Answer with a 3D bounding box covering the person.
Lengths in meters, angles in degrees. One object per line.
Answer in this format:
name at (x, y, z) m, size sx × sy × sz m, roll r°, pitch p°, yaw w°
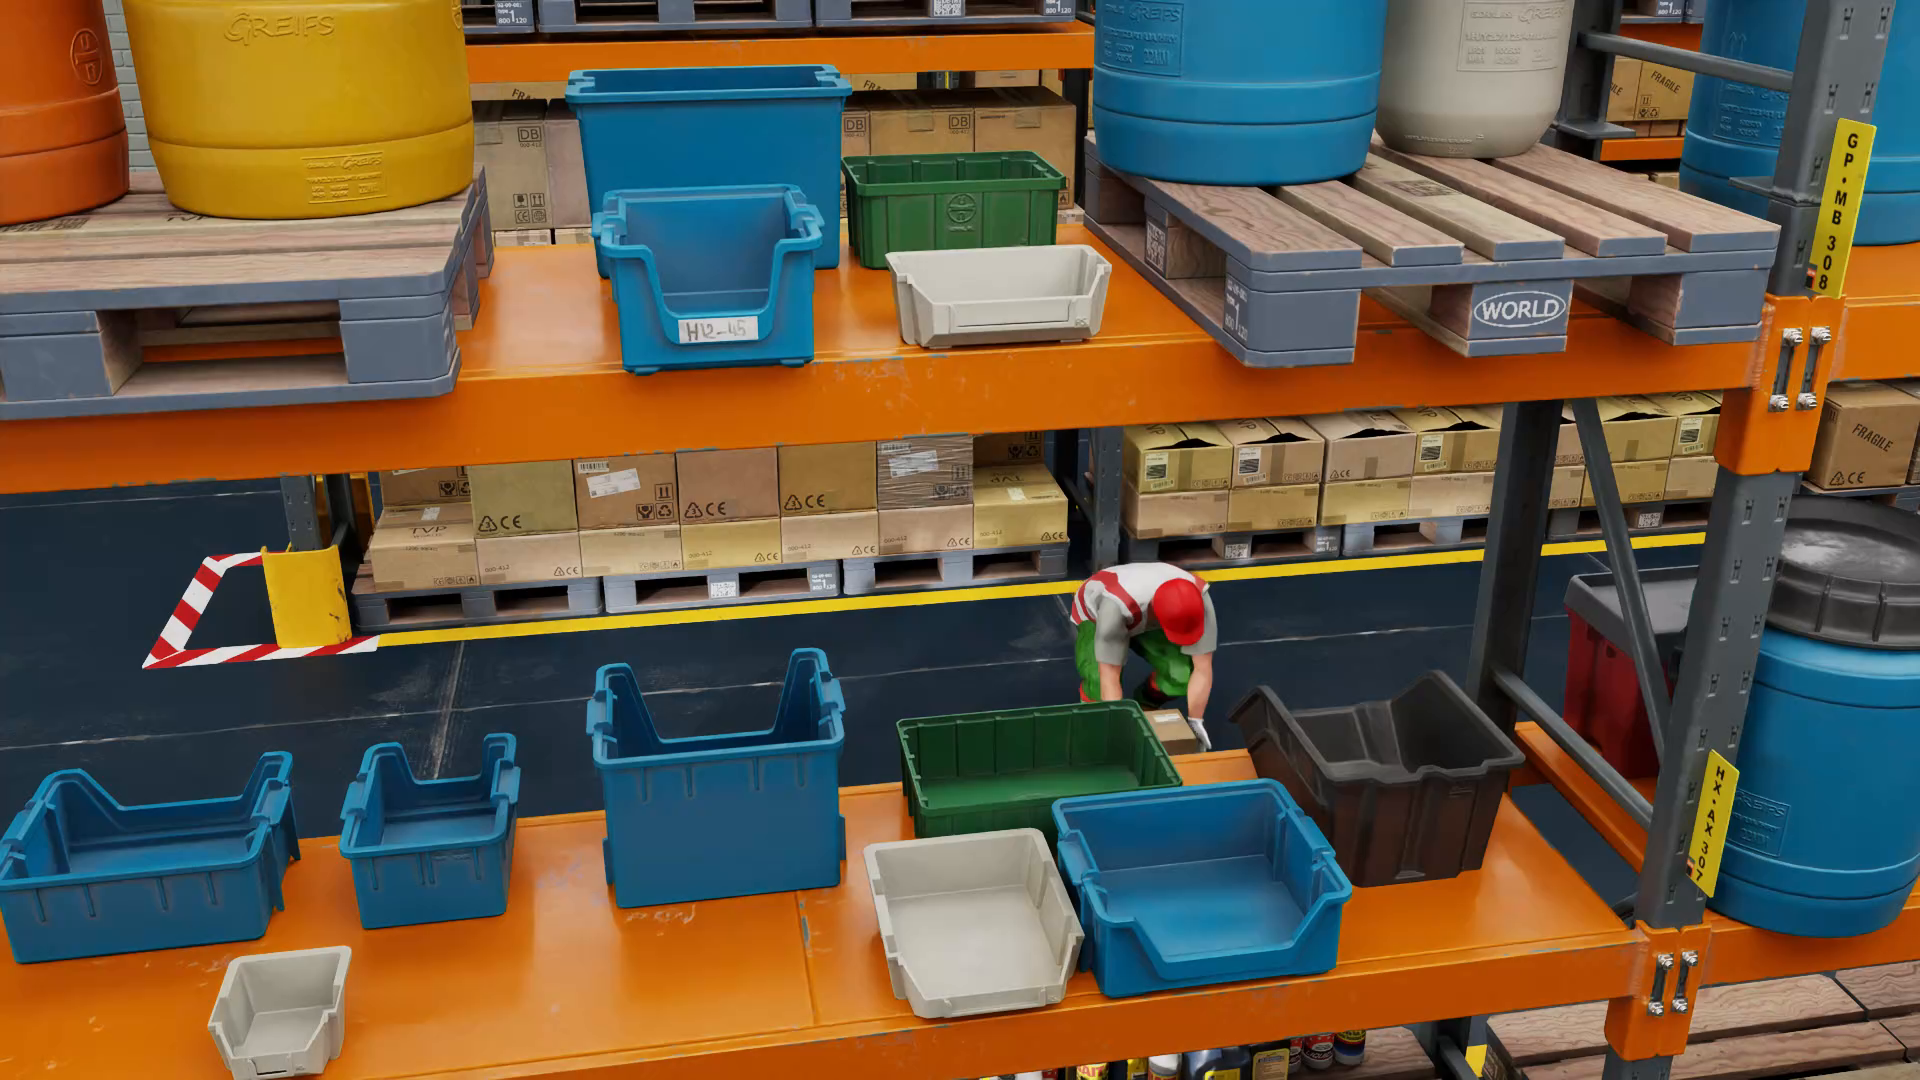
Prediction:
person at (0.783, 0.450, 7.144) m, size 0.571 × 0.906 × 0.887 m, roll -4°, pitch 23°, yaw -10°
